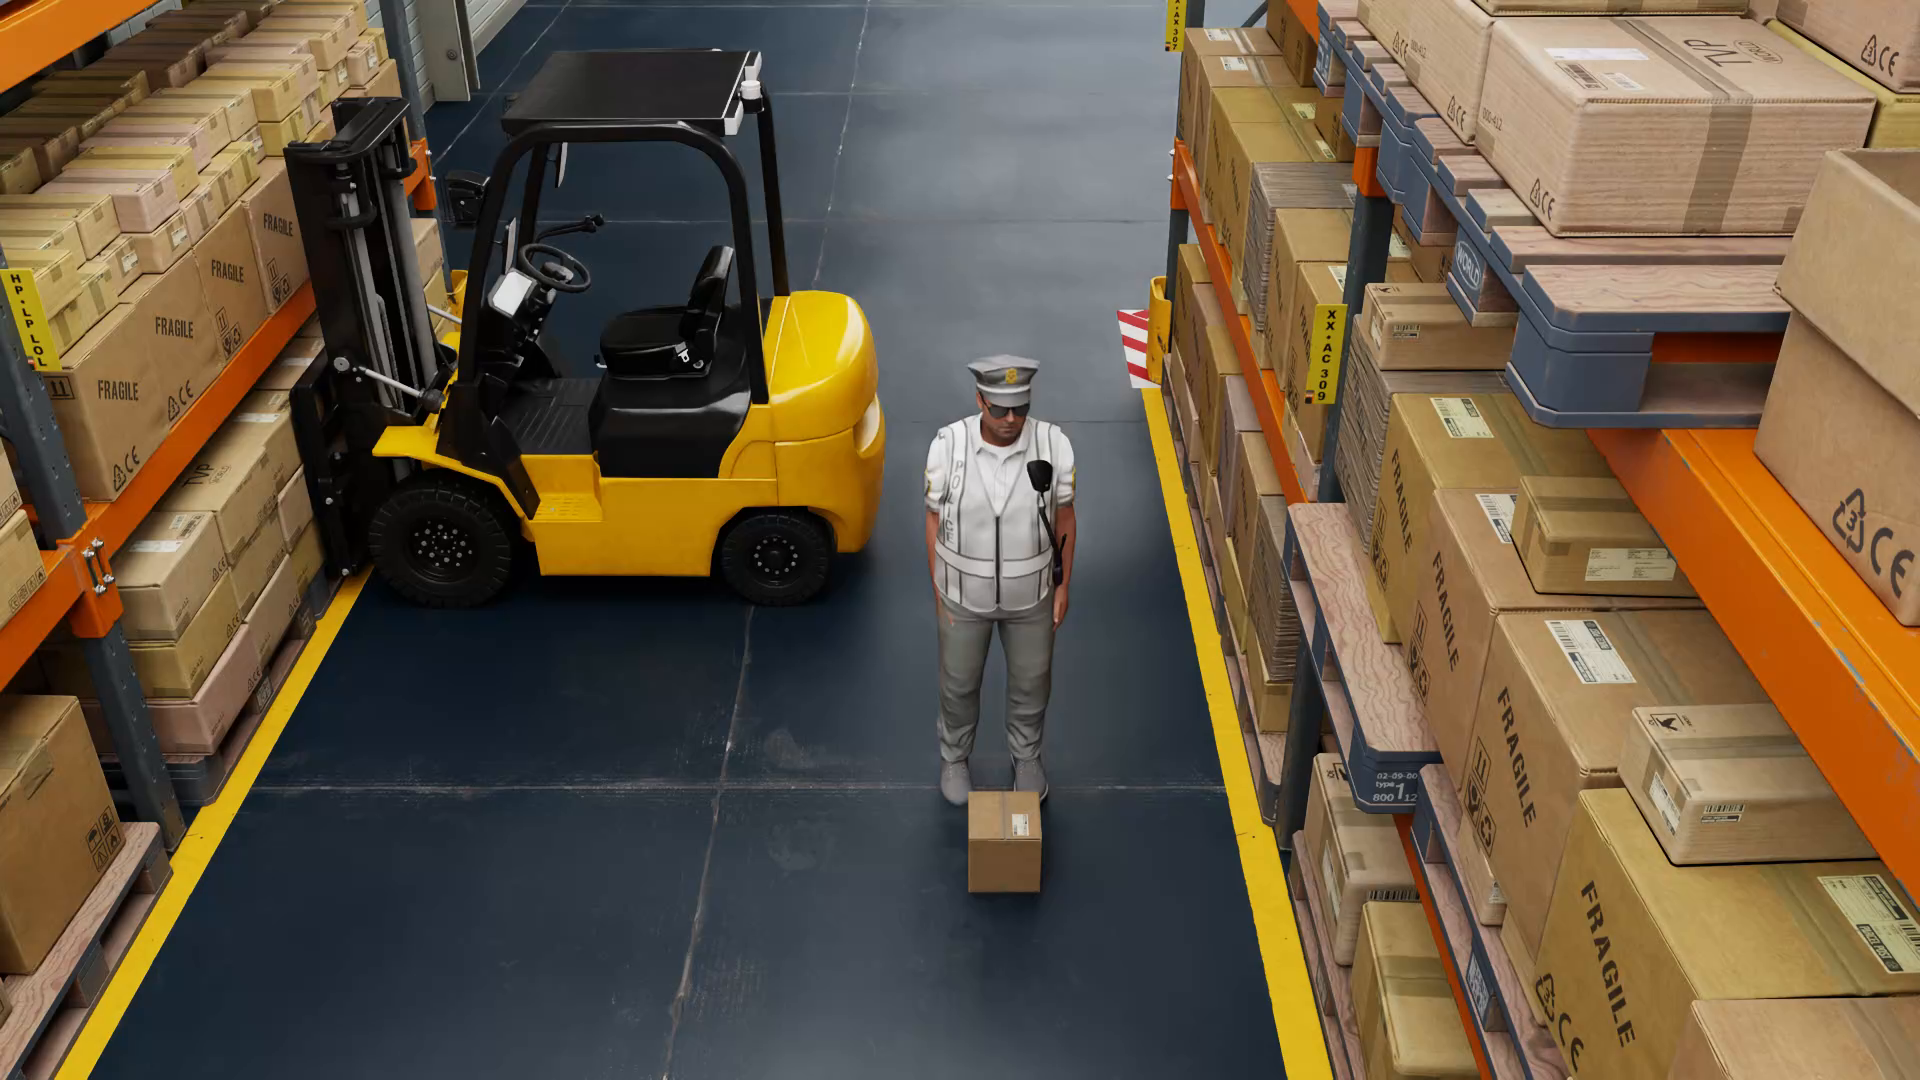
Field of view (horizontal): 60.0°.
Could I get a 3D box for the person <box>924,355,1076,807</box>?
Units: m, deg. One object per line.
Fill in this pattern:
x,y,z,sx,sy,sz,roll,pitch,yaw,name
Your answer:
0.143,0.169,5.863,0.526,1.778,0.393,-1,31,-2,person
